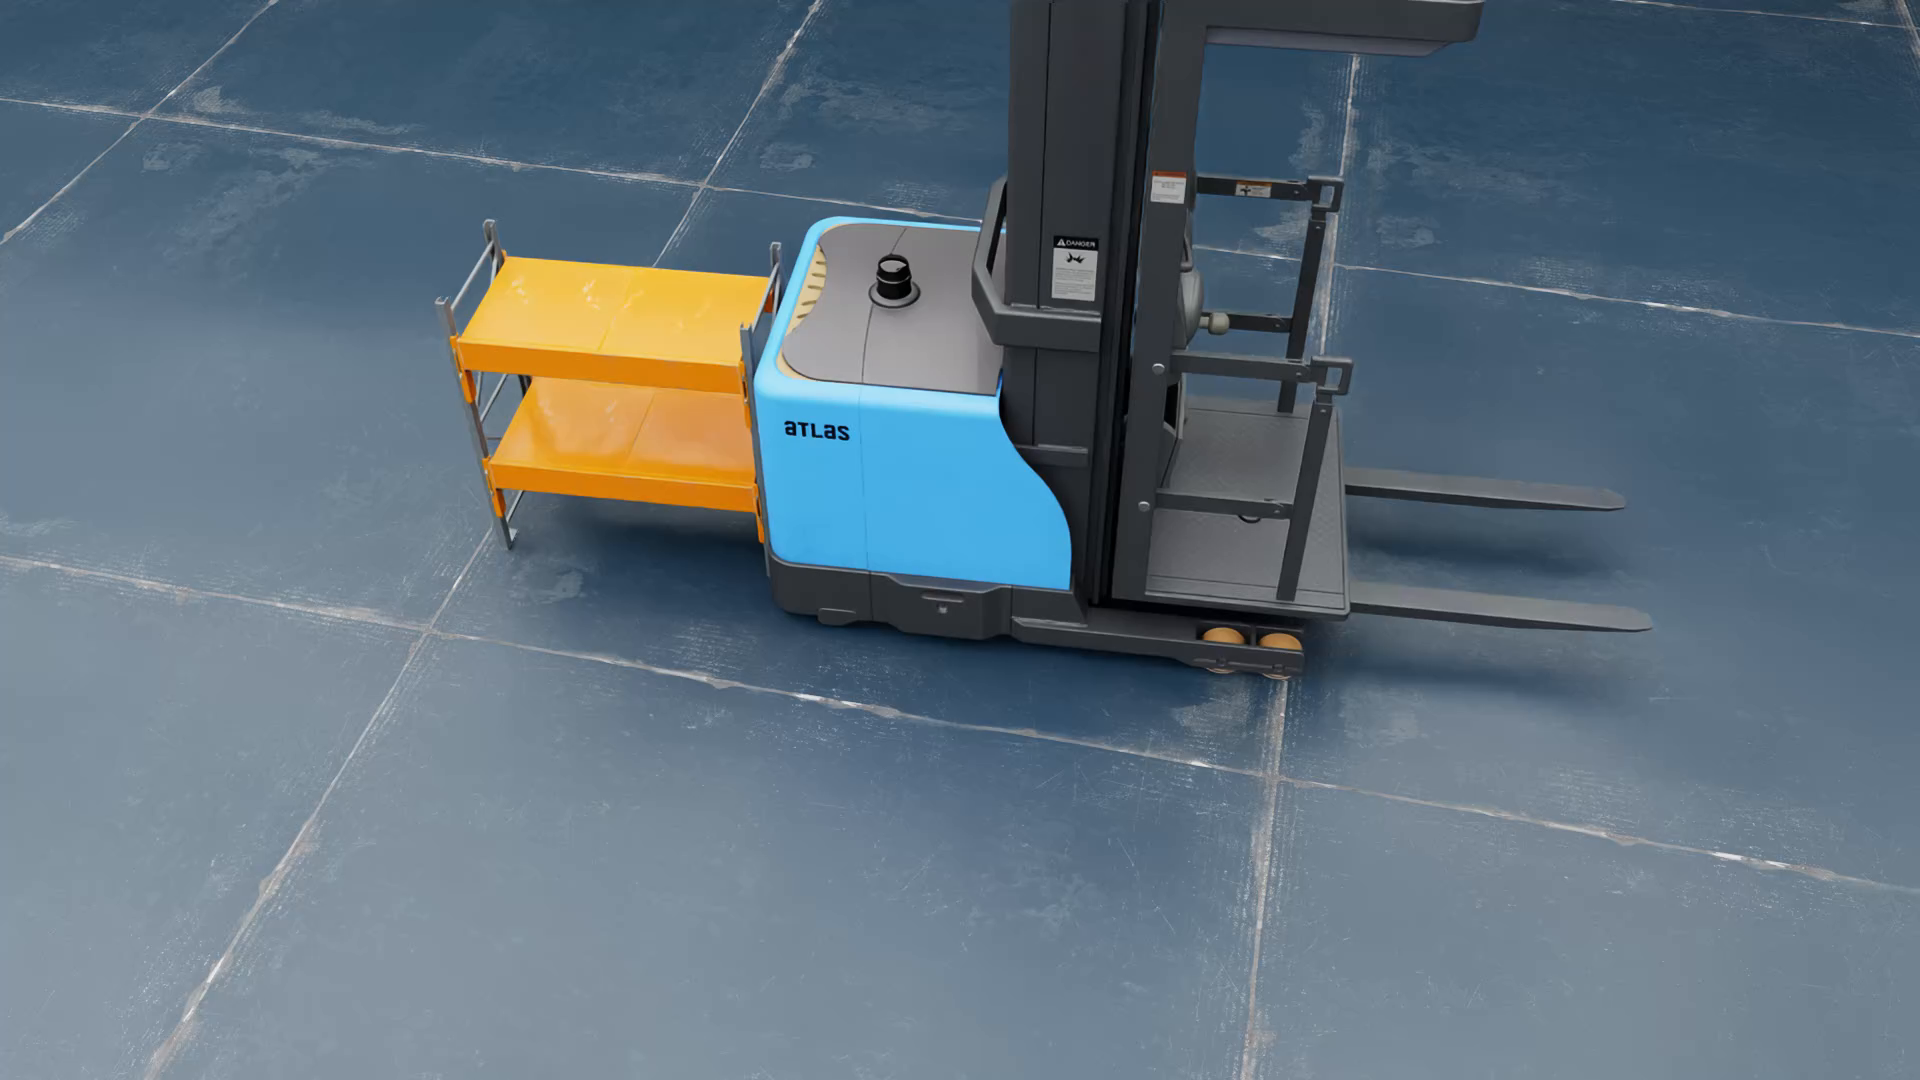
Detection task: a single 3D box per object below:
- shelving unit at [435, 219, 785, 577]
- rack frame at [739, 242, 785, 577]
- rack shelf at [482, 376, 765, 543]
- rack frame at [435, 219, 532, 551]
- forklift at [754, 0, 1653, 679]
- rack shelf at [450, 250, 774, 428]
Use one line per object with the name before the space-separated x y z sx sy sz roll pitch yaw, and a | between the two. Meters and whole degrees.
shelving unit | -1.163 -0.490 5.948 1.048 1.125 0.538 5 44 6
rack frame | -0.660 -0.442 5.898 0.032 1.125 0.500 5 44 6
rack shelf | -1.163 -0.314 6.117 1.000 0.278 0.538 5 44 6
rack frame | -1.667 -0.538 5.998 0.032 1.125 0.500 5 44 6
forklift | 0.889 -0.970 5.145 3.031 2.935 1.130 5 44 6
rack shelf | -1.163 -0.701 5.745 1.000 0.278 0.538 5 44 6
